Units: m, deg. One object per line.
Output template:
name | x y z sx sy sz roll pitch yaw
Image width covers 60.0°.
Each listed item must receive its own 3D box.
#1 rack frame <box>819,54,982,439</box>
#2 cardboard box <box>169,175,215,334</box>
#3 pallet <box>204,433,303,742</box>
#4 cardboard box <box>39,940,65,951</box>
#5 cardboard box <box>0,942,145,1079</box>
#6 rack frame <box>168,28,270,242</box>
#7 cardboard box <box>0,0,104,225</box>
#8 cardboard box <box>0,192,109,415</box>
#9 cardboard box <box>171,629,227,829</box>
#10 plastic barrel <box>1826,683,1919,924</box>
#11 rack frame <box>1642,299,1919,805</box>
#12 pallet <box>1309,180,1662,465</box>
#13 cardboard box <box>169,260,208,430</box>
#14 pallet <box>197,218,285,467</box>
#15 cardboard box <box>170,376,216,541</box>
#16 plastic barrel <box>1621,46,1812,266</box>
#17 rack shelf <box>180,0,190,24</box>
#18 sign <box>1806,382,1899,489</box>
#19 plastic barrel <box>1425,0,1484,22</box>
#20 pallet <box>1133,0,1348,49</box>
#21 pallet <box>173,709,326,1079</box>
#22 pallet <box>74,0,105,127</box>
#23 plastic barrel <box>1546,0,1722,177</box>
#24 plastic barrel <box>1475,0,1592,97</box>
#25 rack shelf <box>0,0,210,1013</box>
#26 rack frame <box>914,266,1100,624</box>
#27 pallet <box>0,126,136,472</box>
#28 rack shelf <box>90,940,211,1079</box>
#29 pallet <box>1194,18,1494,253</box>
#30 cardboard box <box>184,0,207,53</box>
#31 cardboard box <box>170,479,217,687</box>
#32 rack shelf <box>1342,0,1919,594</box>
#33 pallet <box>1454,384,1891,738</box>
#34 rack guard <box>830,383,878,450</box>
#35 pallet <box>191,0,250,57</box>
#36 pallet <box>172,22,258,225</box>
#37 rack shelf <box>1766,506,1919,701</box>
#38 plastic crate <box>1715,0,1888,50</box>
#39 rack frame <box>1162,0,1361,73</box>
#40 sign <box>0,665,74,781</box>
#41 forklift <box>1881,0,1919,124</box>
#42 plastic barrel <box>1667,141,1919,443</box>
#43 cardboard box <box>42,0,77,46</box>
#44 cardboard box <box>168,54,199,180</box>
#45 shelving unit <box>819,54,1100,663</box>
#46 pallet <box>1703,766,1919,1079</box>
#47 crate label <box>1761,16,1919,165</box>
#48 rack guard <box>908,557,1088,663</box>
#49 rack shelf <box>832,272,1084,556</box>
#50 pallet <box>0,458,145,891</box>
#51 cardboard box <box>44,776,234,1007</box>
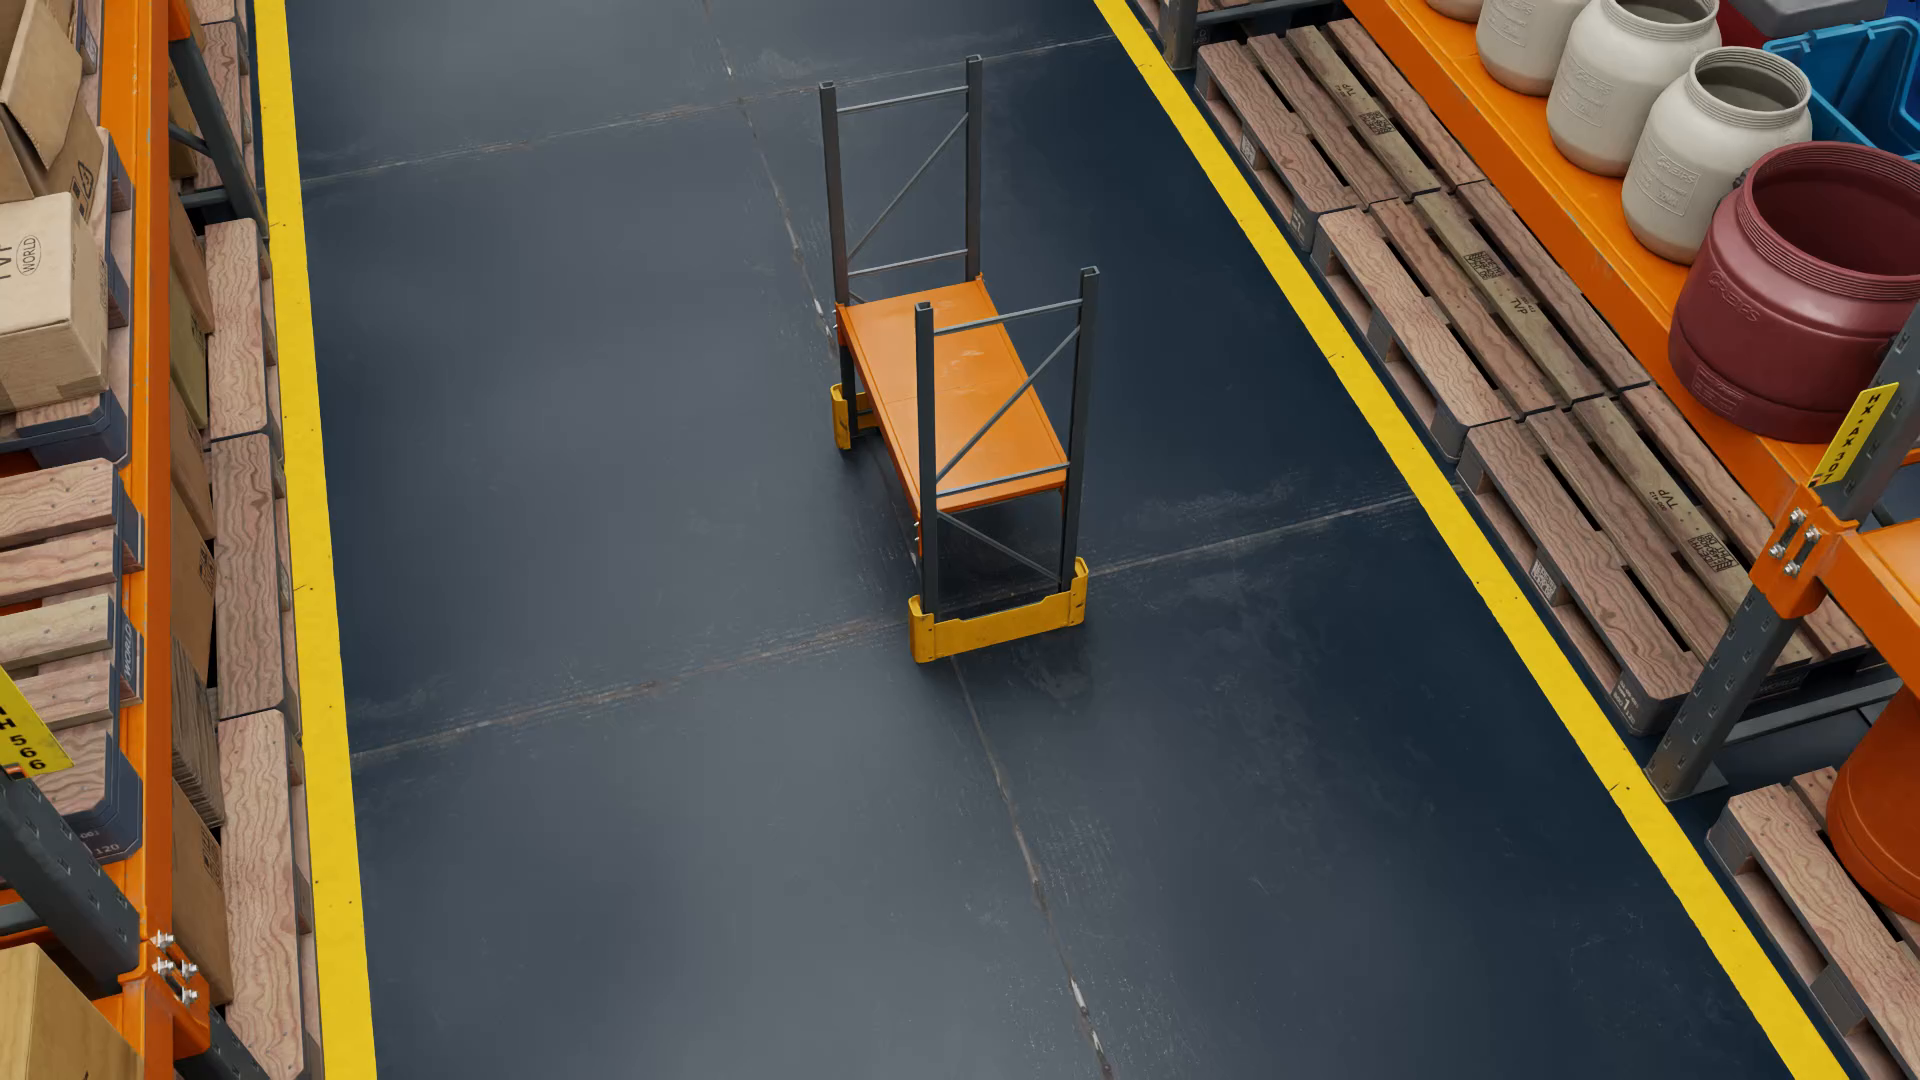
rack frame | -0.176 -0.917 5.542 0.500 1.500 0.032 -13 51 -11
cardboard box | -3.148 -1.002 5.980 0.700 0.500 0.500 -17 52 -14
pallet | -2.713 0.240 5.409 1.003 0.211 1.213 -13 51 -11
cardboard box | -2.353 0.742 4.019 0.500 0.250 0.500 -11 51 -9
cardboard box | -1.743 1.074 2.817 0.500 0.500 0.500 -12 51 -10
rack frame | -3.309 -2.119 5.575 1.000 3.000 0.127 -13 51 -11
cardboard box | -2.708 -1.043 4.325 0.797 0.503 0.637 -9 50 -7
cardboard box | -2.402 -0.561 4.084 0.500 0.250 0.500 -15 51 -12
cardboard box | -2.519 0.579 4.647 0.700 0.500 0.500 -17 52 -14
plastic barrel | 2.766 0.600 4.427 0.600 0.830 0.708 -13 51 -11
rack frame | 2.605 -0.318 4.056 1.000 3.000 0.127 -13 51 -11
pallet | 2.056 -0.883 6.356 1.003 0.211 1.213 -13 51 -11
cardboard box | -3.025 -0.649 5.683 0.700 0.500 0.500 -14 51 -11
pallet | -3.077 -0.652 6.162 1.003 0.211 1.213 -13 51 -11
cardboard box | -2.859 -0.241 5.338 0.700 0.500 0.500 -17 52 -14
plastic barrel | 2.097 -1.057 4.606 0.421 0.512 0.421 0 50 0
rack shelf | -3.900 -3.348 7.081 1.077 0.370 4.000 -13 51 -11
sign | 2.082 -0.241 3.884 0.100 0.325 0.005 -13 51 -11
plastic barrel | 1.713 -1.999 5.384 0.433 0.535 0.433 0 50 0
pallet | 1.264 -2.840 8.006 1.003 0.211 1.213 -13 51 -11
pallet | -2.356 1.130 4.659 1.003 0.211 1.213 -13 51 -11
pallet | -3.222 -1.466 5.150 1.003 0.211 1.213 -13 51 -11
plastic barrel | 1.973 -1.364 4.865 0.421 0.512 0.421 0 50 0
plastic barrel | 1.841 -1.683 5.118 0.433 0.535 0.433 0 50 0
rack shelf | -2.717 -0.427 4.618 1.077 0.370 4.000 -13 51 -11
rack frame | 0.125 -0.174 4.916 0.500 1.500 0.032 -13 51 -11
pallet | -2.750 -0.573 4.396 1.003 0.211 1.213 -13 51 -11
rack shelf | -1.535 2.495 2.155 1.077 0.370 4.000 -13 51 -11
pallet | 1.692 -1.776 7.109 1.003 0.211 1.213 -13 51 -11
cardboard box | -3.566 -2.167 6.975 0.500 0.500 0.500 1 50 1
cardboard box | -2.694 0.167 4.995 0.700 0.500 0.500 -9 51 -8
rack shelf | 2.014 -1.547 5.562 1.077 0.370 4.000 -13 51 -11
pallet | 2.413 0.007 5.606 1.003 0.211 1.213 -13 51 -11
rack guard | -0.170 -0.500 6.008 0.587 0.250 0.087 -13 51 -11
pallet | -3.906 -2.596 7.800 1.003 0.211 1.213 -13 51 -11
pallet | -3.541 -1.703 7.048 1.003 0.211 1.213 -13 51 -11
rack shelf | 3.197 1.375 3.100 1.077 0.370 4.000 -13 51 -11
plastic crate | 2.420 -1.588 5.085 0.402 0.464 0.583 -13 51 -11
rack frame | 1.423 -3.239 6.519 1.000 3.000 0.127 -13 51 -11
sign | -1.597 0.301 2.777 0.100 0.325 0.005 -13 51 -11
forklift | 5.073 -2.695 6.105 3.031 2.935 1.130 -9 50 -7
plastic barrel | 2.179 -0.632 4.232 0.600 0.536 0.708 -13 51 -11
cardboard box | -3.208 -1.836 4.669 1.000 1.000 1.000 -13 51 -11
cardboard box | -3.389 -1.750 6.624 0.500 0.500 0.500 -15 51 -12
shelving unit | -0.023 -0.539 5.224 0.587 1.500 1.083 -13 51 -11
pallet | 2.878 1.147 4.645 1.003 0.211 1.213 -13 51 -11
crate label | 2.570 -1.116 4.706 0.502 0.435 0.616 -13 51 -11
rack guard | 0.125 0.227 5.395 0.587 0.250 0.087 -13 51 -11
rack shelf | -0.025 -0.430 5.367 0.538 0.185 1.000 -13 51 -11
pallet | -2.438 0.368 3.604 1.213 0.211 1.003 -13 51 -11
cardboard box | -2.343 0.981 4.308 0.700 0.500 0.500 -16 52 -13
